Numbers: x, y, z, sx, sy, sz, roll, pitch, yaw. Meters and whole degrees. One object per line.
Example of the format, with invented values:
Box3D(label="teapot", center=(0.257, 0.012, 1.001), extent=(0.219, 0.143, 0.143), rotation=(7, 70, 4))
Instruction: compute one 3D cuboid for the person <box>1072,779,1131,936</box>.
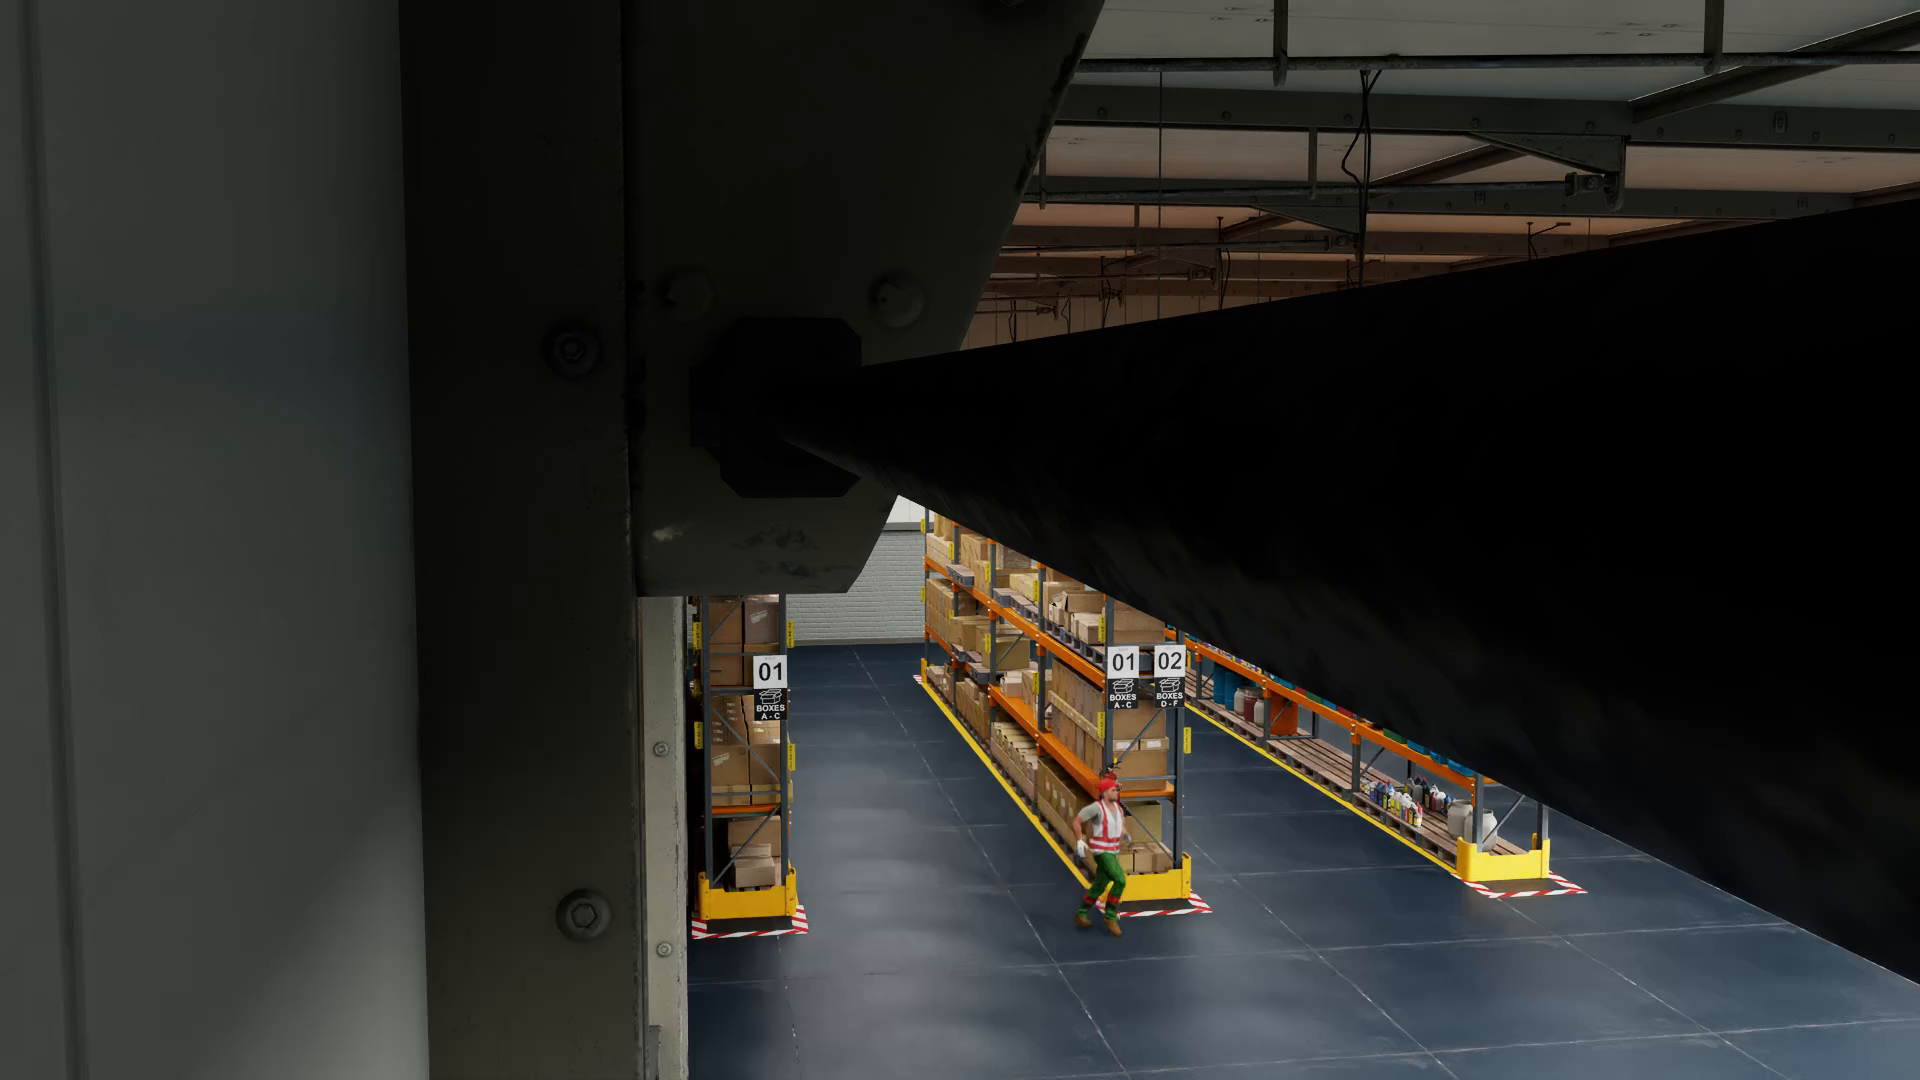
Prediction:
Box3D(label="person", center=(1.734, 3.709, 19.672), extent=(0.697, 1.754, 0.688), rotation=(4, 6, 37))
